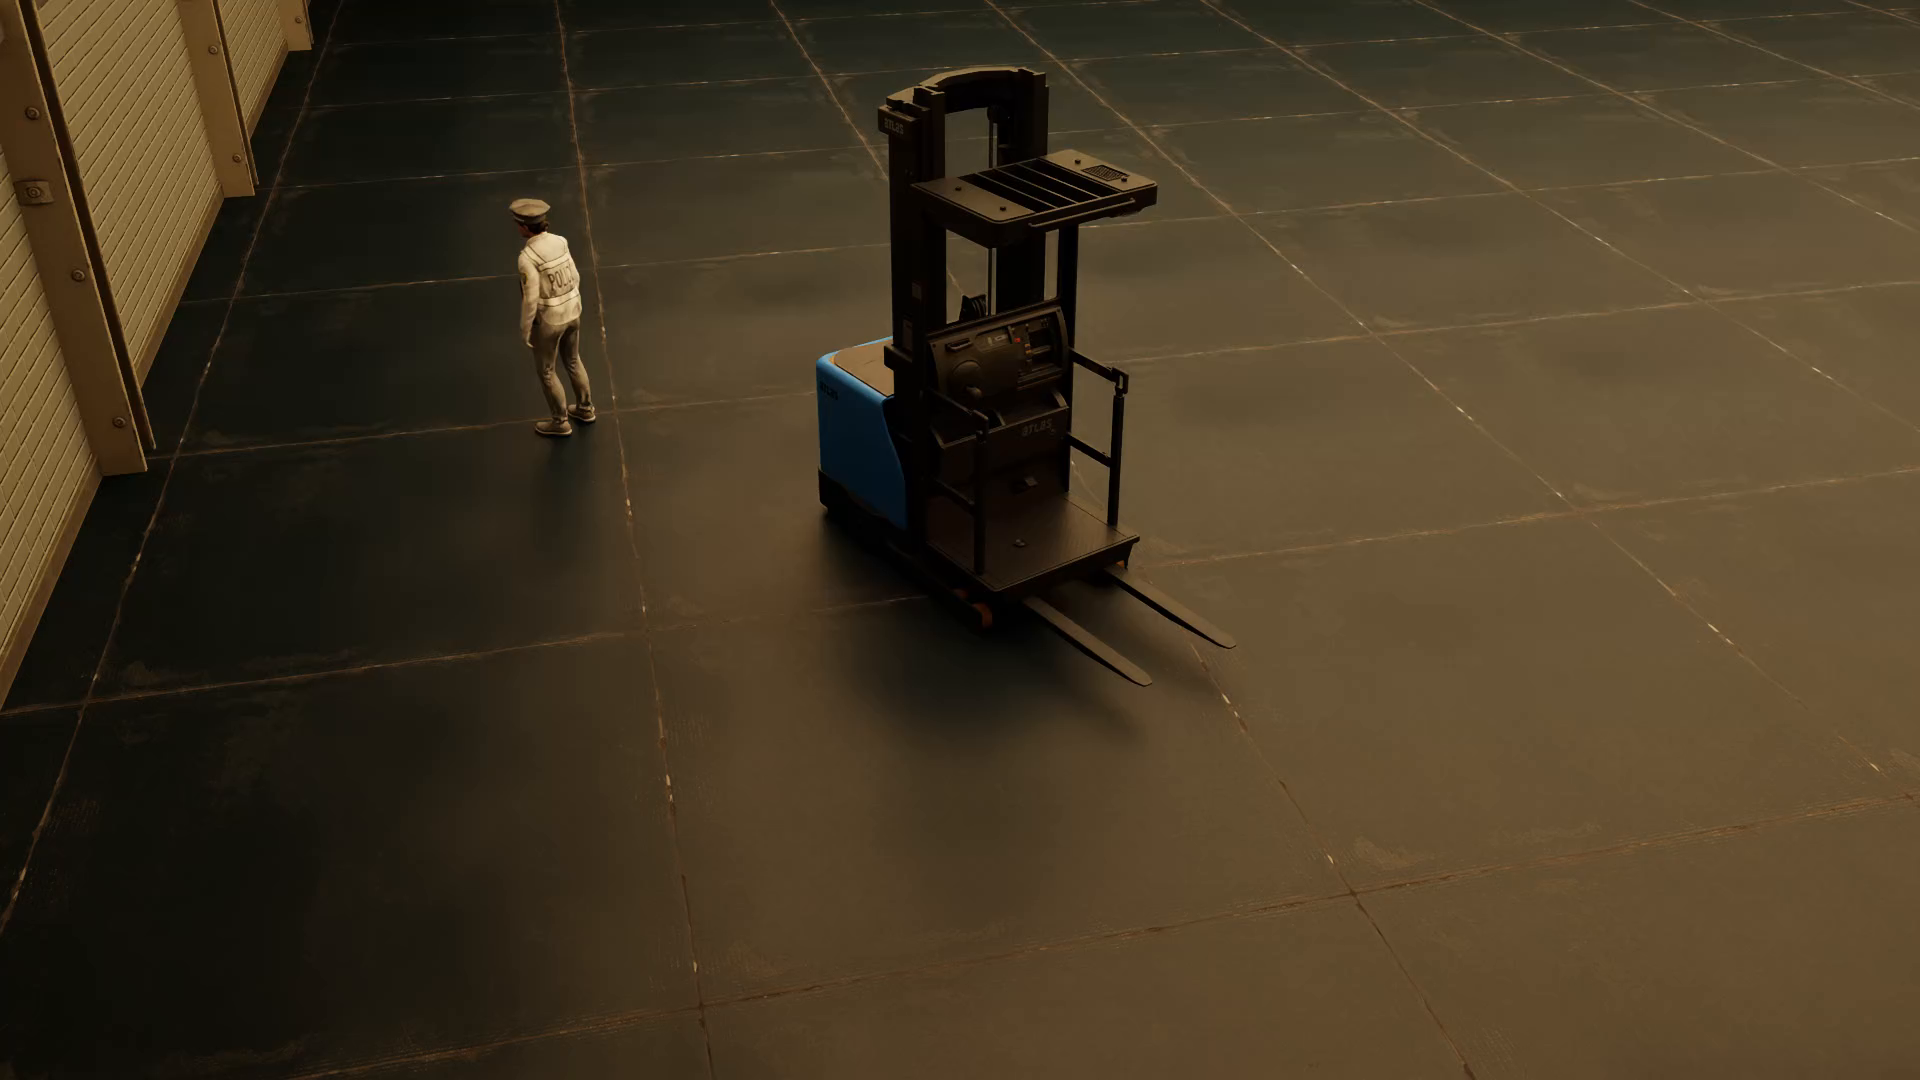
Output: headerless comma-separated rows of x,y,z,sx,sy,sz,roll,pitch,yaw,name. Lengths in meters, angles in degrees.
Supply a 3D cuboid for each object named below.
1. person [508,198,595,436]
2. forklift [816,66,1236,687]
-2.816,-1.521,11.468,0.373,1.665,0.543,16,34,25,person
0.355,-1.021,9.338,1.130,2.935,3.031,-20,35,-30,forklift
